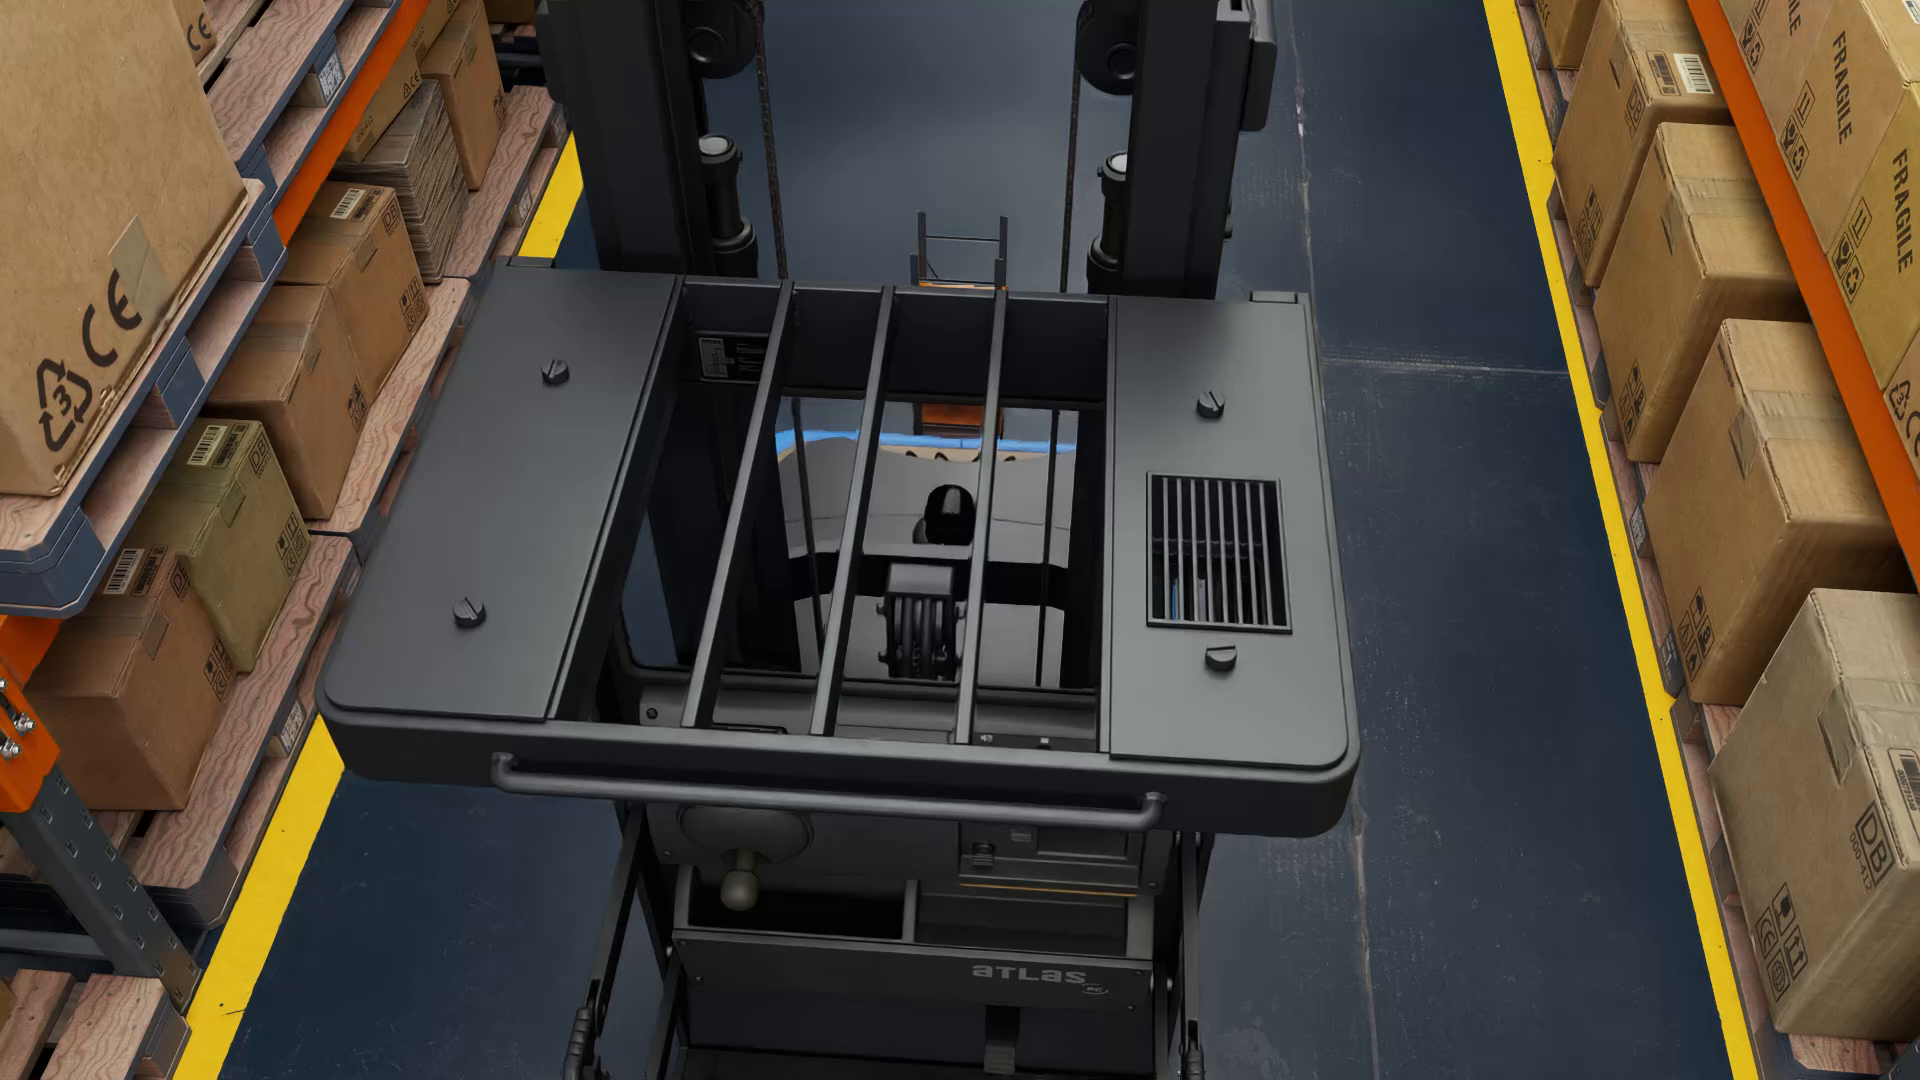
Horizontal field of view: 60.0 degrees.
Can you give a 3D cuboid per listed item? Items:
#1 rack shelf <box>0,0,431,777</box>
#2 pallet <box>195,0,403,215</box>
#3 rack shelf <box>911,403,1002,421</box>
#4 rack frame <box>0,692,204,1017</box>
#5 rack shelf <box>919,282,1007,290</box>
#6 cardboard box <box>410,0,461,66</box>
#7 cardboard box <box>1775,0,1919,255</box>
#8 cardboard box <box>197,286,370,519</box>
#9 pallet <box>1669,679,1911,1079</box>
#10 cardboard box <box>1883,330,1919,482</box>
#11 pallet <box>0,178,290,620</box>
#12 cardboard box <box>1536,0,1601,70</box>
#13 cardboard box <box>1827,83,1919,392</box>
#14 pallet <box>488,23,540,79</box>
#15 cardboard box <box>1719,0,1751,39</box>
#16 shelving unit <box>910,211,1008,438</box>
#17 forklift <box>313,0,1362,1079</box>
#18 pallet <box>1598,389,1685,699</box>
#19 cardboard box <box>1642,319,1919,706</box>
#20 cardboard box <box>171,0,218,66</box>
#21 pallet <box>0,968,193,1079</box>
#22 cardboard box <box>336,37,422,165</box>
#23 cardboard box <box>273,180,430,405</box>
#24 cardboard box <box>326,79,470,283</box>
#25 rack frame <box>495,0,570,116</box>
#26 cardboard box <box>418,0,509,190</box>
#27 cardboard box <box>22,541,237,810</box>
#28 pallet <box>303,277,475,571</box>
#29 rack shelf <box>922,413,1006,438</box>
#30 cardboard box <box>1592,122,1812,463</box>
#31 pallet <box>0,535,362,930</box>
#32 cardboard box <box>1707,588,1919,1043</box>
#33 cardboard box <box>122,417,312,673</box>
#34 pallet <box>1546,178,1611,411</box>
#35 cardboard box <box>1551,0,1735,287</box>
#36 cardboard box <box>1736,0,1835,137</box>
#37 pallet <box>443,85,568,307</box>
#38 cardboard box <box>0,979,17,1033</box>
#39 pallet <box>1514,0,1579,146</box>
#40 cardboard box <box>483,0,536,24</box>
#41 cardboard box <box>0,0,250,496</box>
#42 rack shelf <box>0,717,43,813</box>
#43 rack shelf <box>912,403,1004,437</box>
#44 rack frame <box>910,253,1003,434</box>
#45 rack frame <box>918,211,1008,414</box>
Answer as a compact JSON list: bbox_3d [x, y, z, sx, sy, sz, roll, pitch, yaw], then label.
[{"bbox_3d":[-2.250,-1.125,4.734,1.077,0.370,4.000,4,48,4],"label":"rack shelf"},{"bbox_3d":[-2.207,-1.315,4.550,1.003,0.211,1.213,4,48,4],"label":"pallet"},{"bbox_3d":[-0.001,-0.445,4.742,0.258,0.103,0.180,4,48,4],"label":"rack shelf"},{"bbox_3d":[-2.432,0.102,3.124,1.000,3.000,0.127,4,48,4],"label":"rack frame"},{"bbox_3d":[-0.001,-0.607,4.565,0.258,0.103,0.180,4,48,4],"label":"rack shelf"},{"bbox_3d":[-2.099,-1.901,5.843,0.500,0.250,0.500,6,48,5],"label":"cardboard box"},{"bbox_3d":[2.415,-1.041,4.102,0.500,0.500,0.500,3,48,3],"label":"cardboard box"},{"bbox_3d":[-2.242,-0.413,4.991,0.700,0.500,0.500,0,48,0],"label":"cardboard box"},{"bbox_3d":[2.493,0.879,4.303,1.003,0.211,1.213,4,48,4],"label":"pallet"},{"bbox_3d":[2.325,-0.297,3.421,0.500,0.500,0.500,3,48,3],"label":"cardboard box"},{"bbox_3d":[-2.218,-0.385,3.699,1.003,0.211,1.213,4,48,4],"label":"pallet"},{"bbox_3d":[2.662,-2.229,6.665,0.500,0.500,0.500,4,48,3],"label":"cardboard box"},{"bbox_3d":[2.371,-0.668,3.760,0.500,0.500,0.500,4,48,4],"label":"cardboard box"},{"bbox_3d":[-1.921,-2.470,7.366,1.003,0.211,1.213,4,48,4],"label":"pallet"},{"bbox_3d":[2.509,-1.778,4.775,0.500,0.500,0.500,3,48,3],"label":"cardboard box"},{"bbox_3d":[-0.001,-0.394,4.798,0.258,1.200,0.189,4,48,4],"label":"shelving unit"},{"bbox_3d":[-0.103,0.566,2.746,1.130,2.935,3.031,3,48,3],"label":"forklift"},{"bbox_3d":[2.602,-0.020,5.125,1.003,0.211,1.213,4,48,4],"label":"pallet"},{"bbox_3d":[2.556,-0.043,4.497,1.050,0.750,0.750,4,48,4],"label":"cardboard box"},{"bbox_3d":[-2.366,-1.355,4.102,0.797,0.503,0.637,8,48,8],"label":"cardboard box"},{"bbox_3d":[-2.458,1.539,3.699,1.003,0.211,1.213,4,48,4],"label":"pallet"},{"bbox_3d":[-2.137,-1.510,5.486,0.500,0.250,0.500,9,48,8],"label":"cardboard box"},{"bbox_3d":[-2.192,-0.823,5.366,0.700,0.500,0.500,7,48,7],"label":"cardboard box"},{"bbox_3d":[-2.147,-1.240,5.747,0.700,0.500,0.500,0,48,0],"label":"cardboard box"},{"bbox_3d":[-2.068,-2.837,5.812,1.000,3.000,0.127,4,48,4],"label":"rack frame"},{"bbox_3d":[-2.109,-1.648,6.121,0.700,0.500,0.500,2,48,1],"label":"cardboard box"},{"bbox_3d":[-2.355,0.347,4.295,0.700,0.500,0.500,1,48,1],"label":"cardboard box"},{"bbox_3d":[-2.254,-0.428,5.498,1.003,0.211,1.213,4,48,4],"label":"pallet"},{"bbox_3d":[-0.001,-0.283,4.919,0.258,0.103,0.180,4,48,4],"label":"rack shelf"},{"bbox_3d":[2.641,-0.728,5.123,1.050,0.750,0.750,5,48,4],"label":"cardboard box"},{"bbox_3d":[-2.363,0.471,4.676,1.003,0.211,1.213,4,48,4],"label":"pallet"},{"bbox_3d":[2.465,0.665,3.849,1.050,0.750,0.750,4,48,3],"label":"cardboard box"},{"bbox_3d":[-2.293,-0.002,4.615,0.700,0.500,0.500,4,48,3],"label":"cardboard box"},{"bbox_3d":[2.715,-0.914,5.943,1.003,0.211,1.213,4,48,4],"label":"pallet"},{"bbox_3d":[2.717,-1.371,5.711,1.050,0.750,0.750,3,48,3],"label":"cardboard box"},{"bbox_3d":[2.463,-1.407,4.436,0.500,0.500,0.500,4,48,3],"label":"cardboard box"},{"bbox_3d":[-2.140,-1.322,6.316,1.003,0.211,1.213,4,48,4],"label":"pallet"},{"bbox_3d":[-2.509,1.095,3.625,0.500,0.500,0.500,3,48,2],"label":"cardboard box"},{"bbox_3d":[2.935,-2.062,6.993,1.003,0.211,1.213,4,48,4],"label":"pallet"},{"bbox_3d":[-1.984,-2.768,6.904,1.225,0.875,0.875,2,48,2],"label":"cardboard box"},{"bbox_3d":[-2.221,-0.817,3.273,1.000,1.000,1.000,4,48,4],"label":"cardboard box"},{"bbox_3d":[-2.615,1.815,2.045,1.077,0.370,4.000,4,48,4],"label":"rack shelf"},{"bbox_3d":[-0.001,-0.364,4.830,0.258,0.103,0.180,4,48,4],"label":"rack shelf"},{"bbox_3d":[-0.010,-0.327,4.736,0.240,1.200,0.006,4,48,4],"label":"rack frame"},{"bbox_3d":[0.007,-0.462,4.859,0.240,1.200,0.006,4,48,4],"label":"rack frame"}]
